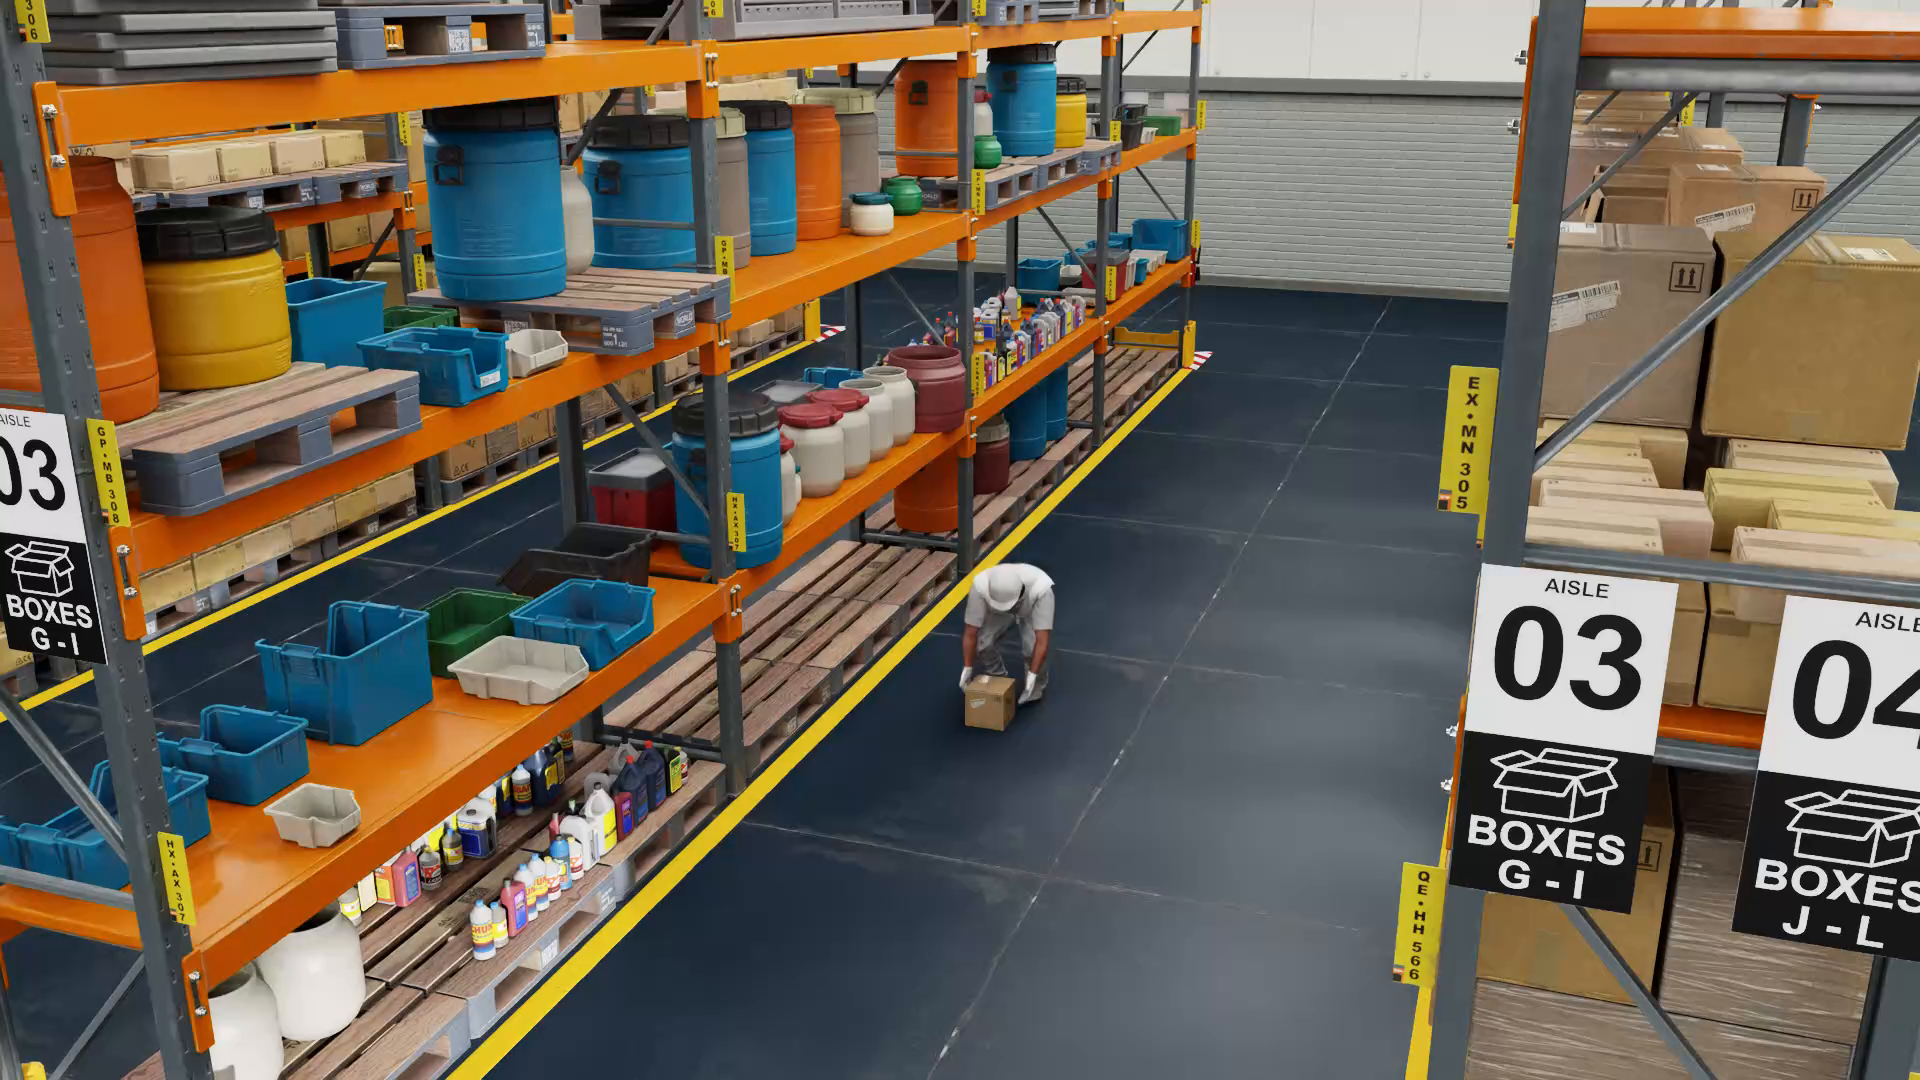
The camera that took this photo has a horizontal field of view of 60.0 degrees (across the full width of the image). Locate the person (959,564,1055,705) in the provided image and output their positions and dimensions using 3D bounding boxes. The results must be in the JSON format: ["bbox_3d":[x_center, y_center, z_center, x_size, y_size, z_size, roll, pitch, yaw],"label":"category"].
[{"bbox_3d":[0.358,0.551,10.600,0.574,1.014,0.902,6,19,18],"label":"person"}]
